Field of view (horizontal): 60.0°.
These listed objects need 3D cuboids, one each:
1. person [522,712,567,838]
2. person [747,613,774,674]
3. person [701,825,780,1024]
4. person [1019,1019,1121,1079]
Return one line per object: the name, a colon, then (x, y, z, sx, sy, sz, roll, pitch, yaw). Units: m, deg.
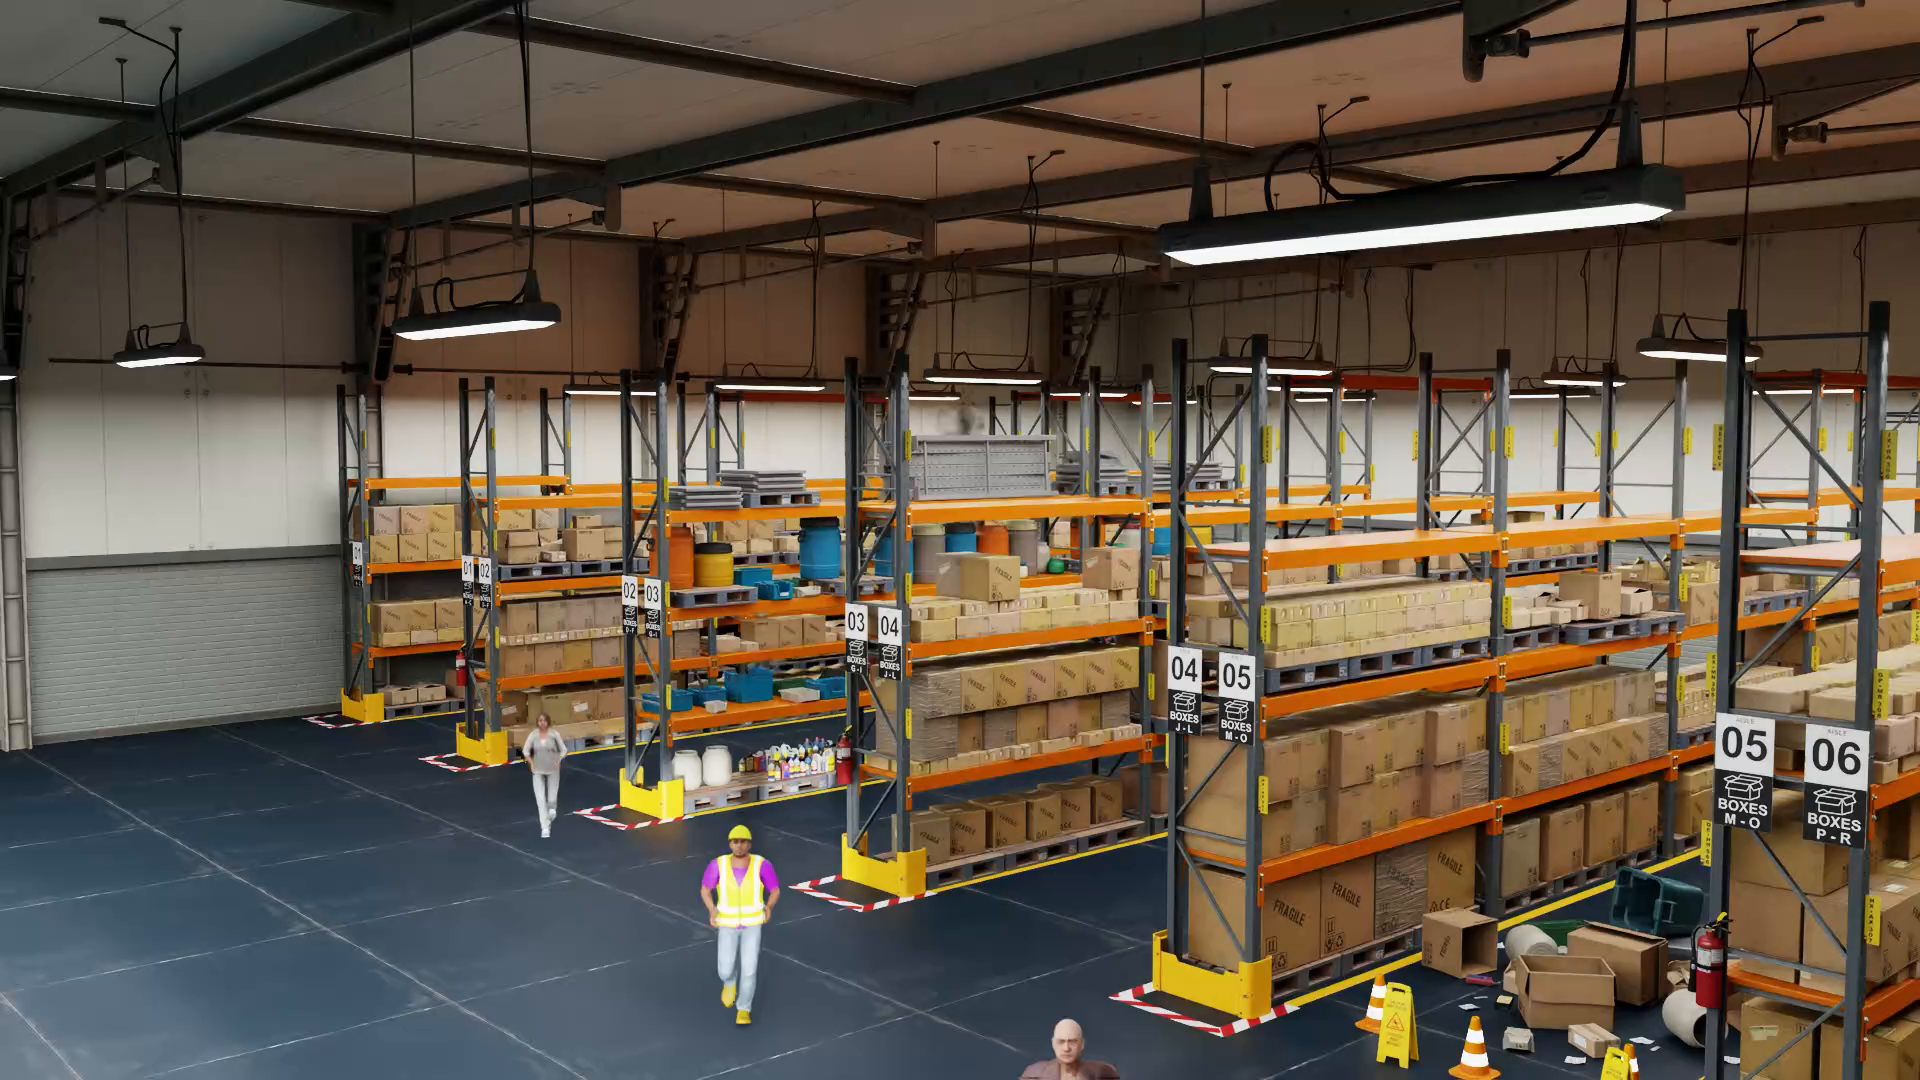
person: (-5.326, 2.980, 21.323, 0.558, 1.576, 0.702, -1, 4, -10)
person: (-3.885, 2.197, 32.314, 0.608, 1.650, 0.924, 3, 5, 38)
person: (-1.919, 3.350, 14.546, 0.699, 1.717, 0.605, 0, 4, -6)
person: (0.645, 3.665, 9.706, 0.725, 1.744, 0.904, 0, 4, 3)
